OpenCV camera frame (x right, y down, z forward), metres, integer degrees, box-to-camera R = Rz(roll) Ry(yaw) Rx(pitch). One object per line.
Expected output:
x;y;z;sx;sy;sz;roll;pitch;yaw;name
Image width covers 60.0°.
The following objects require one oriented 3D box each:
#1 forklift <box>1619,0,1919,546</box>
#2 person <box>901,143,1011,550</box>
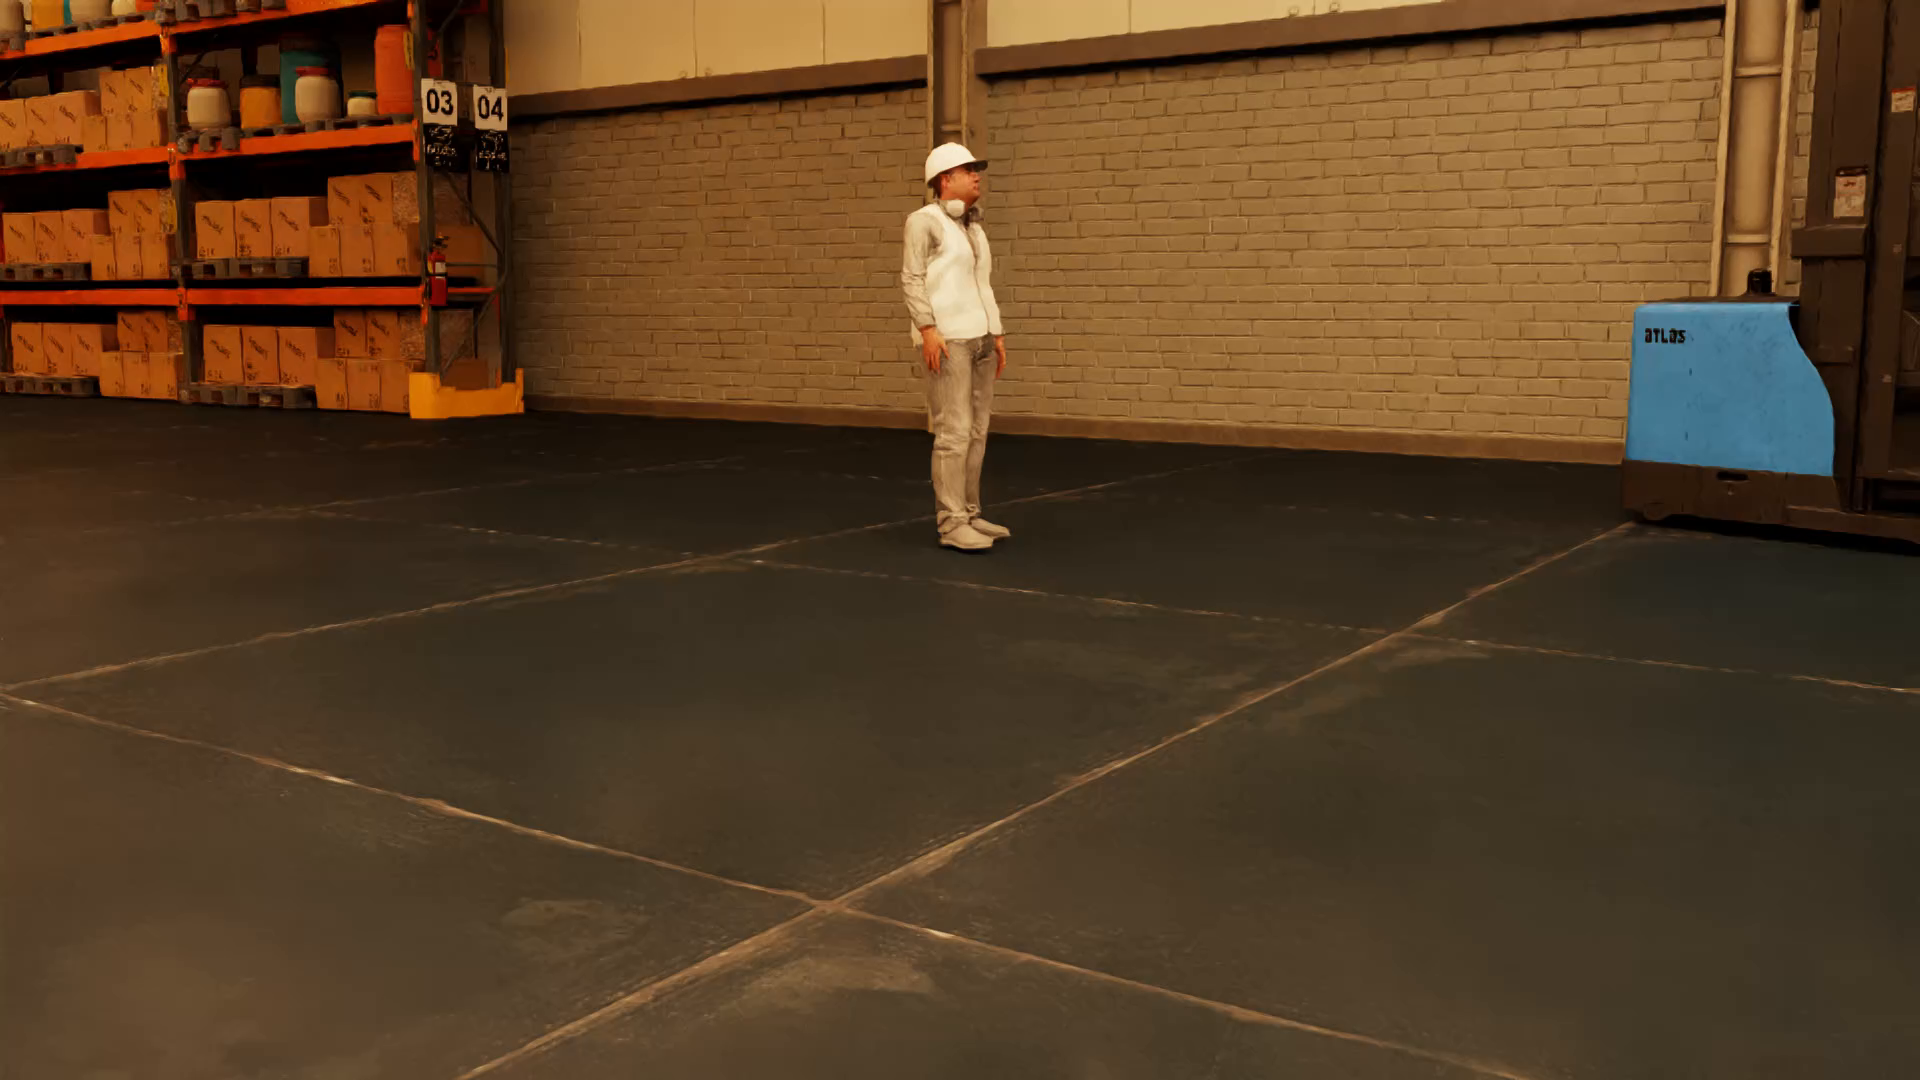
4.540;-1.415;7.142;1.130;2.935;3.031;-6;10;-36;forklift
0.047;-0.879;7.436;0.567;1.773;0.632;5;10;34;person
